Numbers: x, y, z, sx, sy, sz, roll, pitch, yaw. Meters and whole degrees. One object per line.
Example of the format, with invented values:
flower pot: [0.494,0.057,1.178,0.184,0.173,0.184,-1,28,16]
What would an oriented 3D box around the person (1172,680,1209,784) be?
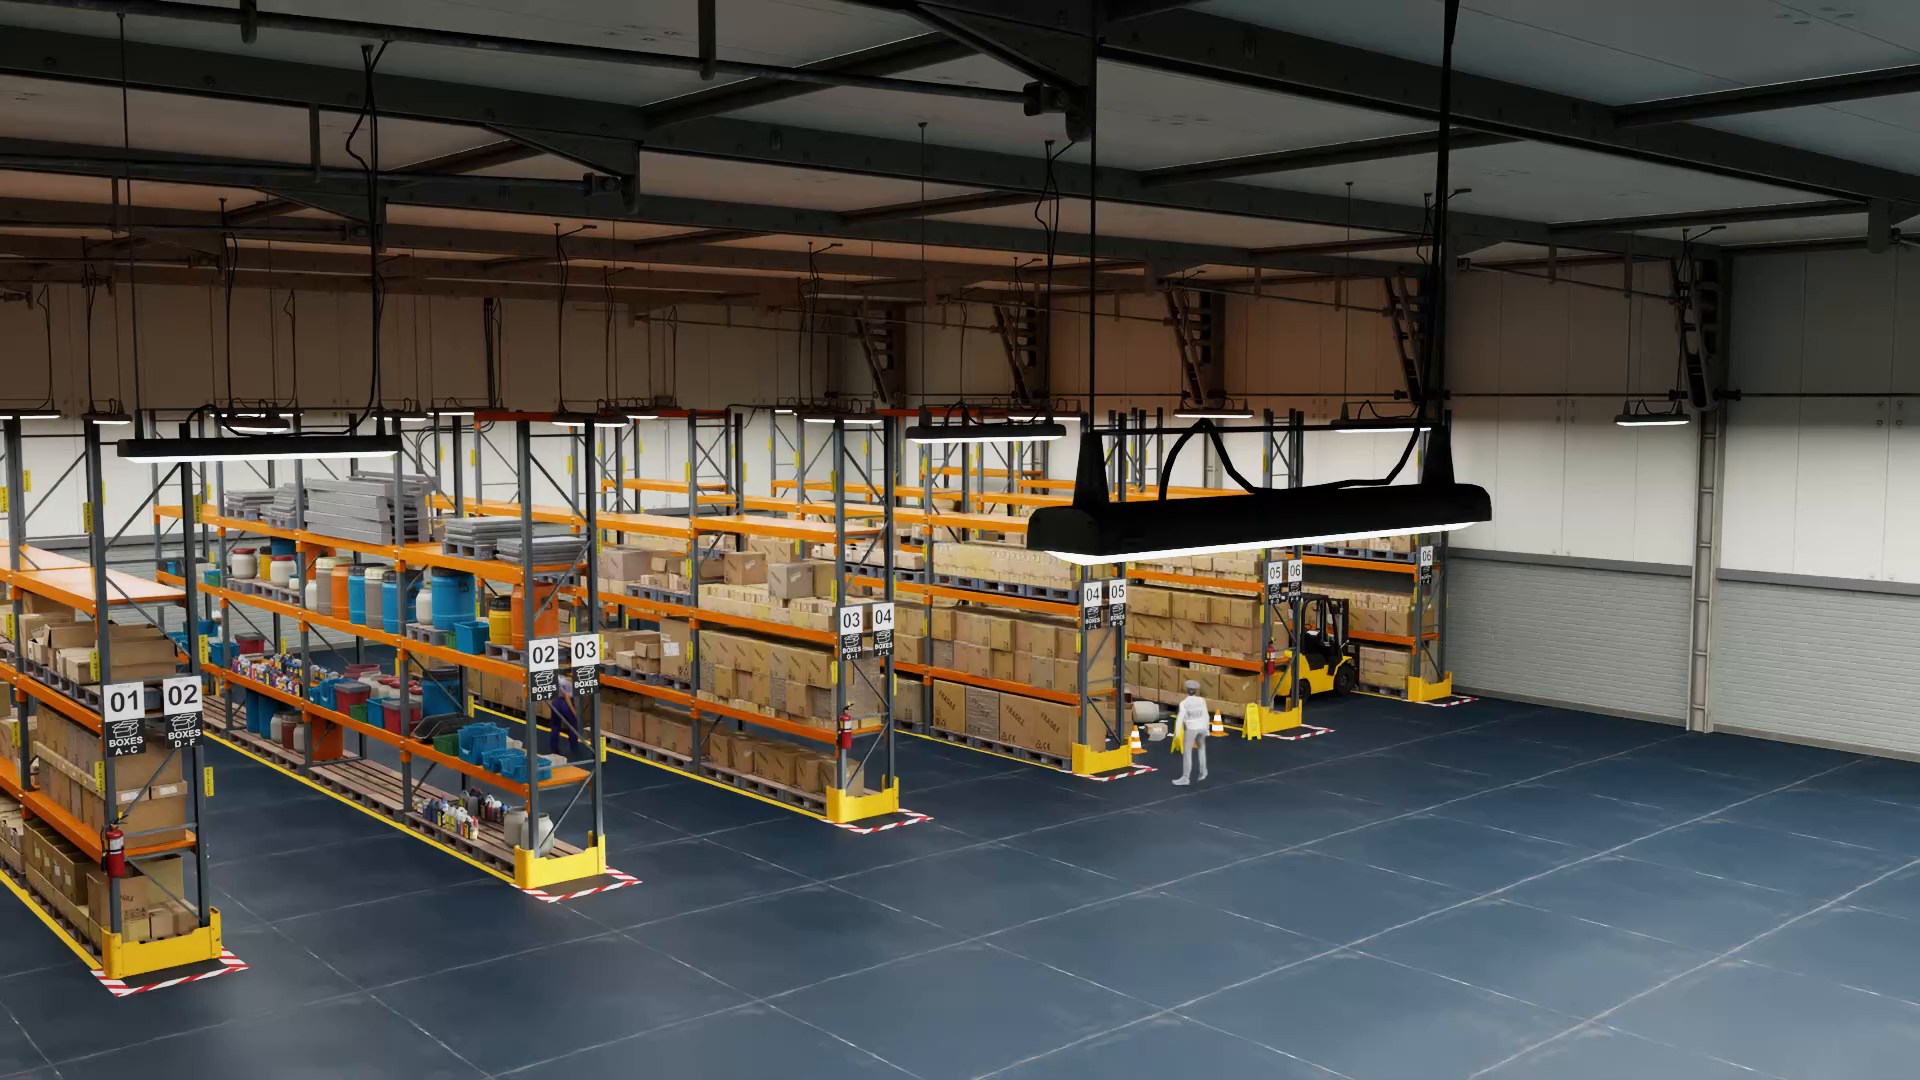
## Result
person: [3.765,3.109,26.994,0.653,1.686,0.379,-2,5,-24]

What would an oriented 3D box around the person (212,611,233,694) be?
person: [-15.563,2.361,35.017,0.501,1.764,0.616,-2,6,-25]

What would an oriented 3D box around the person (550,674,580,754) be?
person: [-6.947,2.951,29.211,0.545,1.622,0.453,3,6,28]
